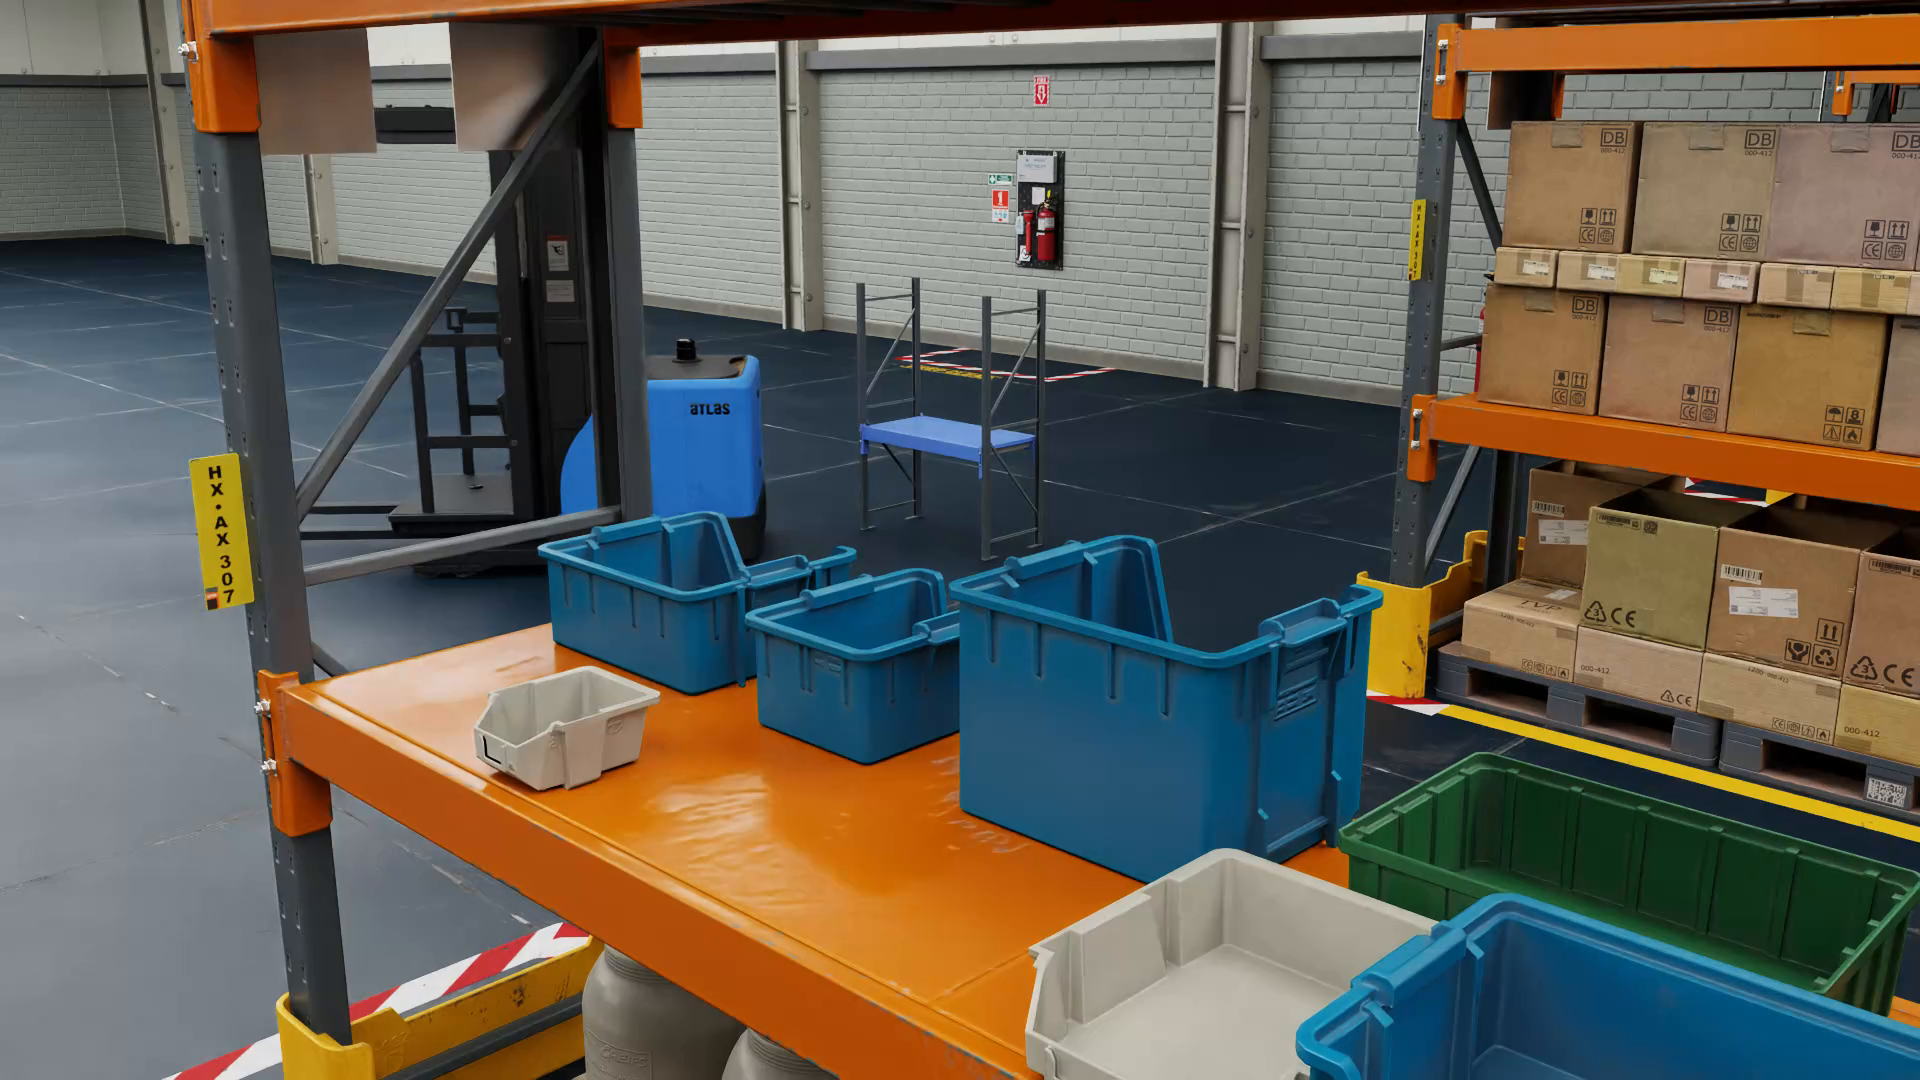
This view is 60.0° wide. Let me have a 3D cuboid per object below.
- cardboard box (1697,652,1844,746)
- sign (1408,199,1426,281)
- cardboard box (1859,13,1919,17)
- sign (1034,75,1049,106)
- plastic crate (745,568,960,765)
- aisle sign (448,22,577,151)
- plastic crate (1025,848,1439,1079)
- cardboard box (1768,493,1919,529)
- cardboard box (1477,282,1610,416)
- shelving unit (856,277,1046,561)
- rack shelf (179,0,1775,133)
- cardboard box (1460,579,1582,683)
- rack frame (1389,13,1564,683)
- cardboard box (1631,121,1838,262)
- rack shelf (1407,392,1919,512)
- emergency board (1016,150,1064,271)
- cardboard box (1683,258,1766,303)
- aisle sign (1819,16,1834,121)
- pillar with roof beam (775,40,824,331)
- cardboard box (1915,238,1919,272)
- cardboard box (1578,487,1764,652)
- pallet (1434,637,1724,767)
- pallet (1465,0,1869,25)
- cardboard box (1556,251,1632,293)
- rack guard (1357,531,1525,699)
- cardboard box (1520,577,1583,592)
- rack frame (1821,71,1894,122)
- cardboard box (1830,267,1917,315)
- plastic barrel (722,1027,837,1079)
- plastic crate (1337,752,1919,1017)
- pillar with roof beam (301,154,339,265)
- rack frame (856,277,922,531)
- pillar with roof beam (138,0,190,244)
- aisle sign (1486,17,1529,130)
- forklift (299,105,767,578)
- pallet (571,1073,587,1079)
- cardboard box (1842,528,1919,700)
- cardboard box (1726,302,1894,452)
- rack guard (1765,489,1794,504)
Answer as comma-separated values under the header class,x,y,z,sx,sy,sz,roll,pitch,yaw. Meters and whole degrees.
class,x,y,z,sx,sy,sz,roll,pitch,yaw
cardboard box,3.228,0.556,6.471,0.500,0.250,0.500,14,20,42
sign,1.885,-1.238,6.860,0.005,0.325,0.100,14,20,42
cardboard box,5.777,-3.186,10.023,0.500,0.500,0.500,-14,20,-43
sign,0.806,-4.445,16.446,0.199,0.298,0.001,14,20,42
plastic crate,-0.135,0.238,3.364,0.408,0.251,0.499,14,20,42
aisle sign,-1.012,-1.306,3.841,0.004,0.787,0.394,14,20,42
plastic crate,0.368,0.608,2.174,0.437,0.136,0.530,14,20,42
cardboard box,3.597,0.096,6.746,0.500,0.500,0.500,14,20,42
cardboard box,2.601,-0.845,7.026,0.500,0.500,0.700,14,20,42
shelving unit,-0.061,-0.741,9.800,1.048,1.500,0.538,14,20,42
rack shelf,0.273,-0.735,2.282,4.000,0.370,1.077,14,20,42
cardboard box,2.506,0.381,7.140,0.500,0.250,0.500,14,20,42
rack frame,2.274,-0.880,7.361,0.127,3.000,1.000,14,20,42
cardboard box,3.022,-1.372,6.478,0.500,0.500,0.700,13,19,41
rack shelf,3.714,-0.182,6.109,4.000,0.370,1.077,14,20,42
emergency board,0.742,-3.304,16.664,0.643,1.169,0.194,14,20,42
cardboard box,2.958,-1.001,6.338,0.250,0.149,0.380,13,20,41
aisle sign,5.450,-2.996,10.326,0.004,0.787,0.394,14,20,42
pillar with roof beam,-4.813,-6.036,15.252,0.400,9.000,9.100,14,20,42
cardboard box,3.746,-1.196,5.803,0.500,0.500,0.700,14,20,42
cardboard box,2.867,0.106,6.711,0.500,0.500,0.500,14,20,42
pallet,2.854,0.595,7.228,1.213,0.211,1.003,14,20,42
pallet,2.765,-2.161,6.501,1.213,0.211,1.003,14,20,42
cardboard box,2.599,-1.089,6.678,0.250,0.149,0.380,13,19,41
rack guard,2.257,0.325,7.693,0.348,0.500,1.175,14,20,42
cardboard box,2.865,0.287,7.501,0.500,0.250,0.500,14,20,42
rack frame,5.710,-1.780,10.815,0.127,3.000,1.000,14,20,42
cardboard box,3.336,-0.910,5.990,0.250,0.149,0.380,13,20,41
plastic barrel,-0.279,1.208,3.449,0.421,0.512,0.421,0,15,0
plastic crate,0.931,0.532,2.362,0.662,0.188,0.450,14,20,42
pillar with roof beam,-13.451,-8.137,23.312,0.400,9.000,9.100,14,20,42
rack frame,-0.427,-0.830,10.142,0.032,1.500,0.500,14,20,42
pillar with roof beam,-17.770,-9.187,27.342,0.400,9.000,9.100,14,20,42
aisle sign,2.431,-2.203,7.282,0.004,0.787,0.394,14,20,42
forklift,-2.666,-1.347,9.289,3.031,2.935,1.130,-1,15,-3
pallet,-0.498,1.515,3.697,1.213,0.211,1.003,14,20,42
cardboard box,3.584,0.281,6.036,0.500,0.500,0.500,14,20,42
cardboard box,3.336,-0.666,6.339,0.500,0.500,0.700,14,20,43
rack guard,5.764,-0.557,11.079,0.348,0.500,1.175,14,20,42
